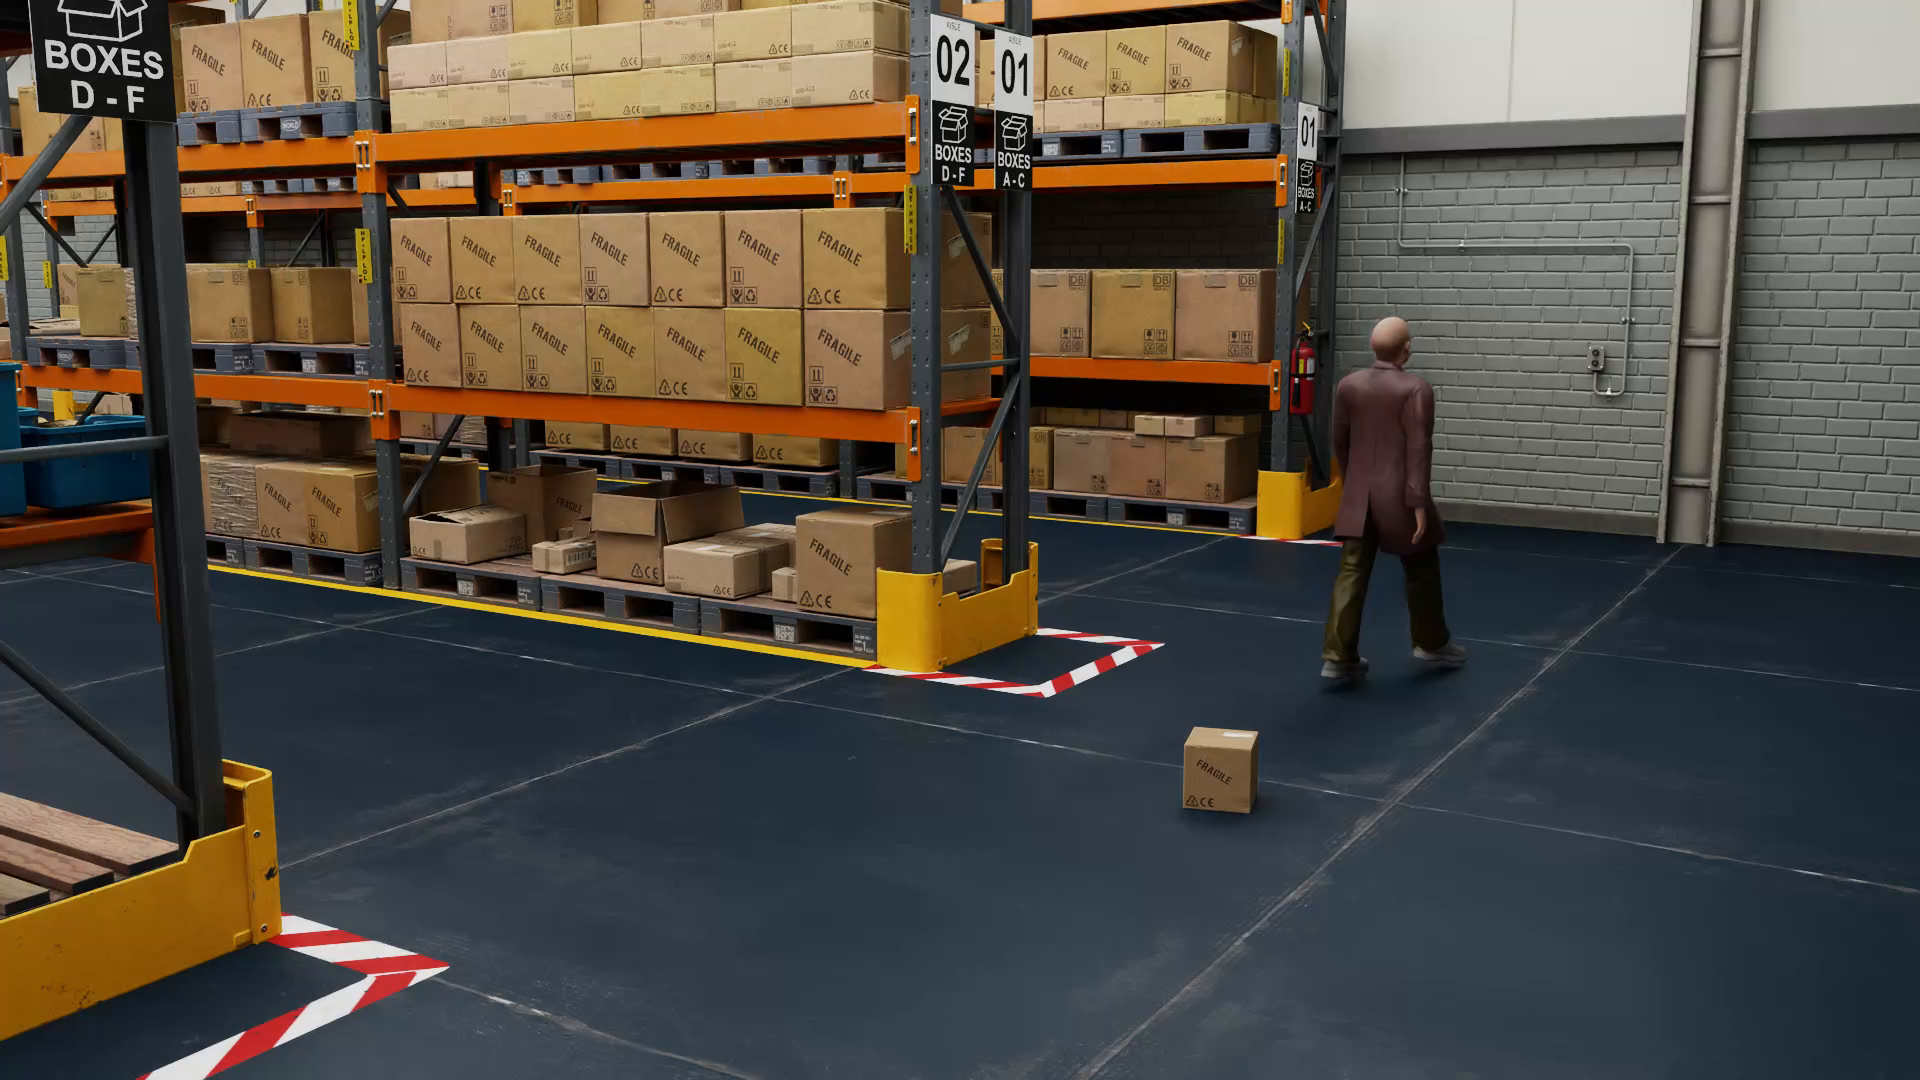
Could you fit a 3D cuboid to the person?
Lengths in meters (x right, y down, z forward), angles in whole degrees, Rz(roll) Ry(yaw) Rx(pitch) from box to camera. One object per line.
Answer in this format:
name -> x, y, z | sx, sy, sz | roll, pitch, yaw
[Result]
person -> 2.122, -0.219, 8.151 | 0.619, 1.739, 1.009 | 8, 12, 42
